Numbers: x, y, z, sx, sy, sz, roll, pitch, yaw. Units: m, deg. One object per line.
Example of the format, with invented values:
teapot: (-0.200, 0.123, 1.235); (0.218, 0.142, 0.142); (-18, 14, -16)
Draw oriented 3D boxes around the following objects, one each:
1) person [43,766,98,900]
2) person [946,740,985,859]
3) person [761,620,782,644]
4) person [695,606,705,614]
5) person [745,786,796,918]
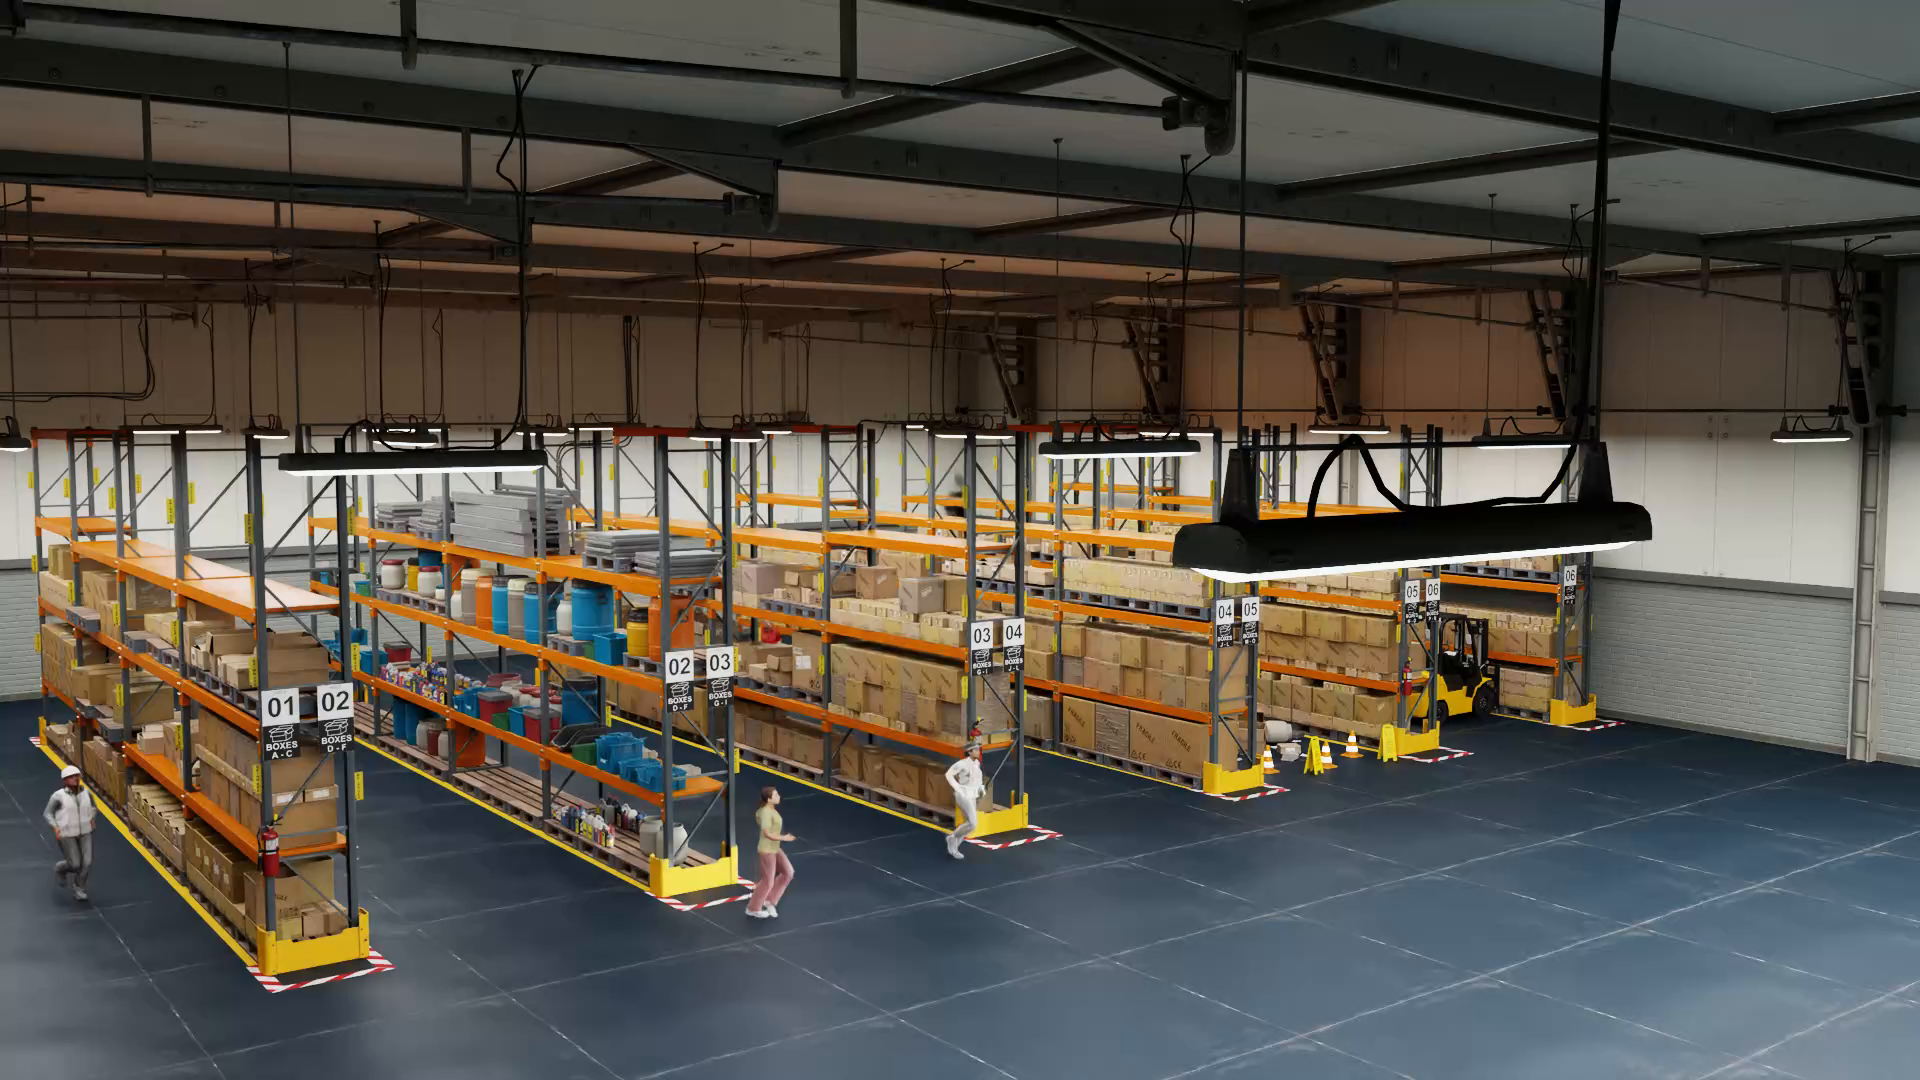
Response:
person: (-11.489, 3.782, 21.552); (0.586, 1.728, 0.659); (4, 6, 39)
person: (0.134, 3.665, 23.601); (0.491, 1.656, 0.625); (3, 5, 31)
person: (-4.228, 2.597, 36.758); (0.650, 1.741, 0.857); (-3, 5, -30)
person: (-6.168, 2.403, 39.107); (0.685, 1.712, 0.557); (-1, 5, -13)
person: (-2.349, 3.885, 20.690); (0.648, 1.679, 0.599); (0, 4, 3)
